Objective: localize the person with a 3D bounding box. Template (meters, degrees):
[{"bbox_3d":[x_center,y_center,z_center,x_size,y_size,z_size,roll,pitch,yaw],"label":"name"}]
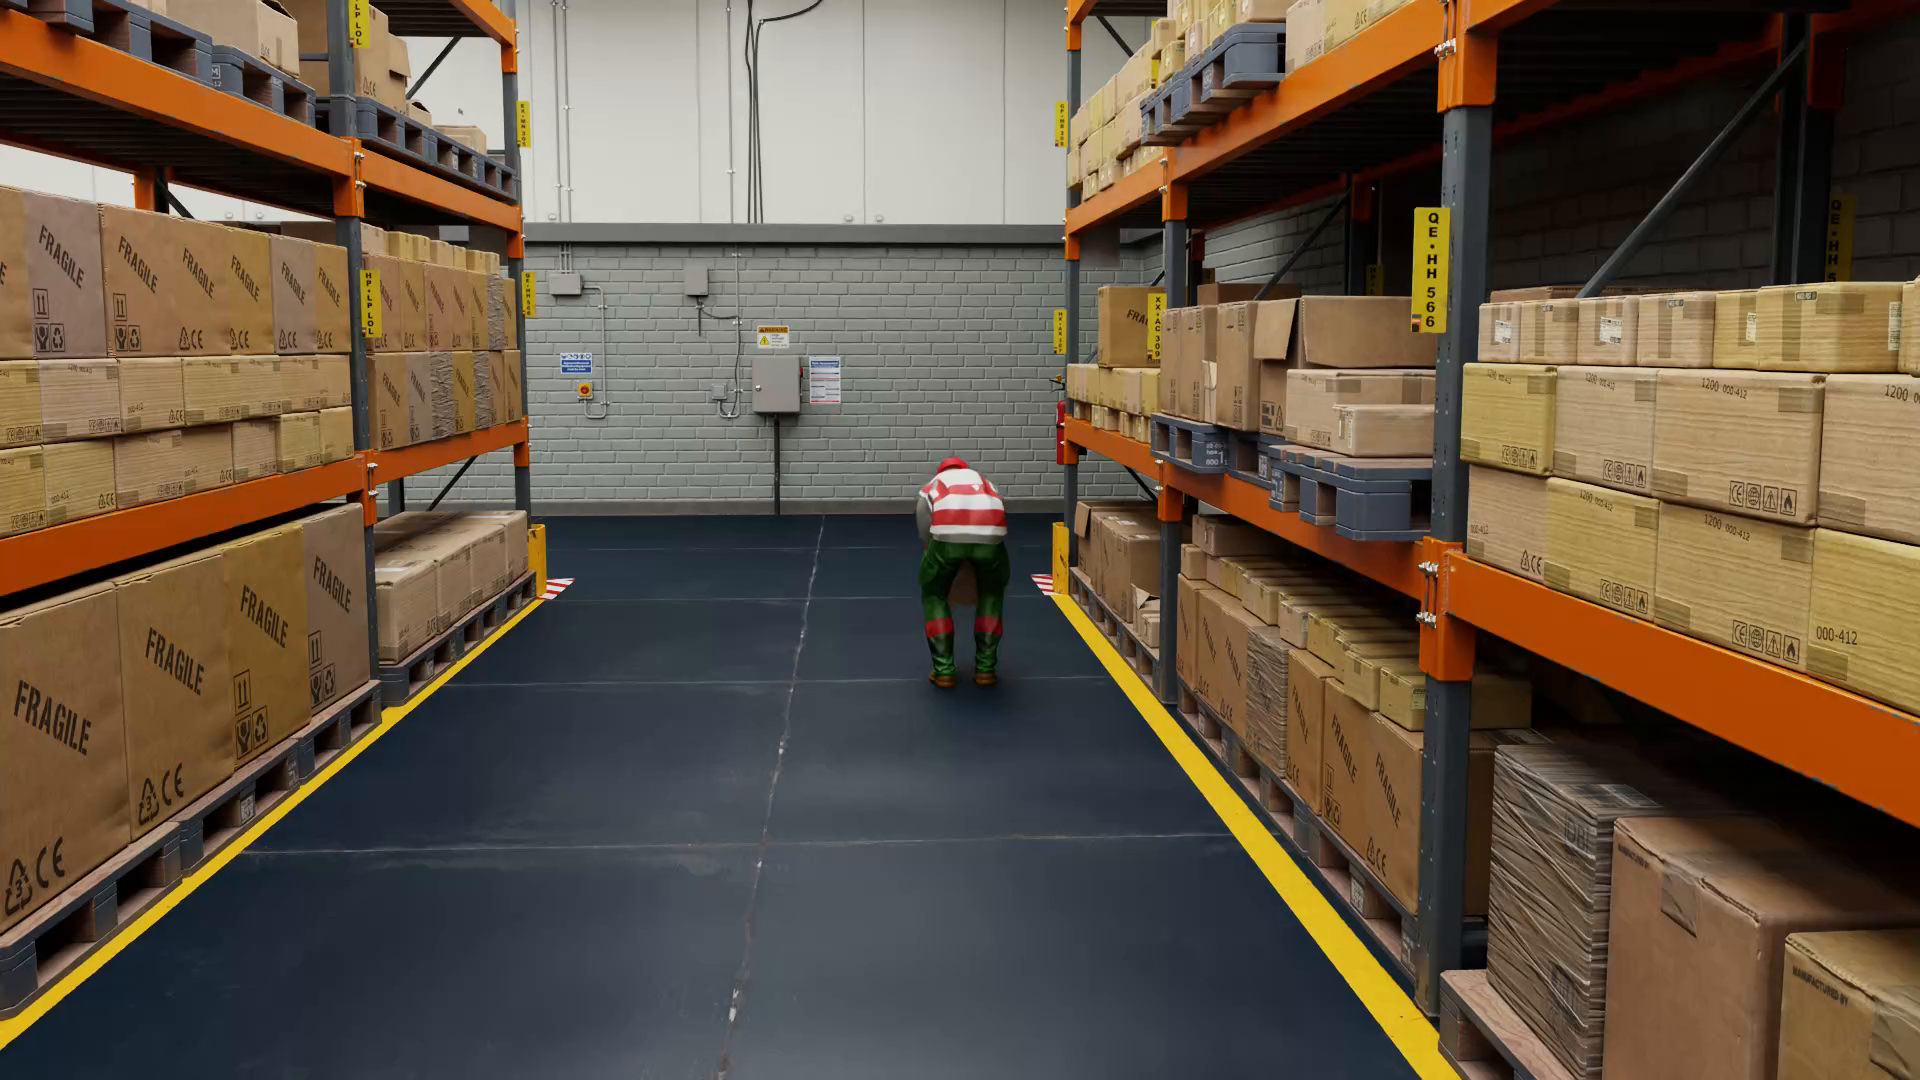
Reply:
[{"bbox_3d":[0.007,0.163,9.225,0.508,1.204,0.940,-1,7,-6],"label":"person"}]
